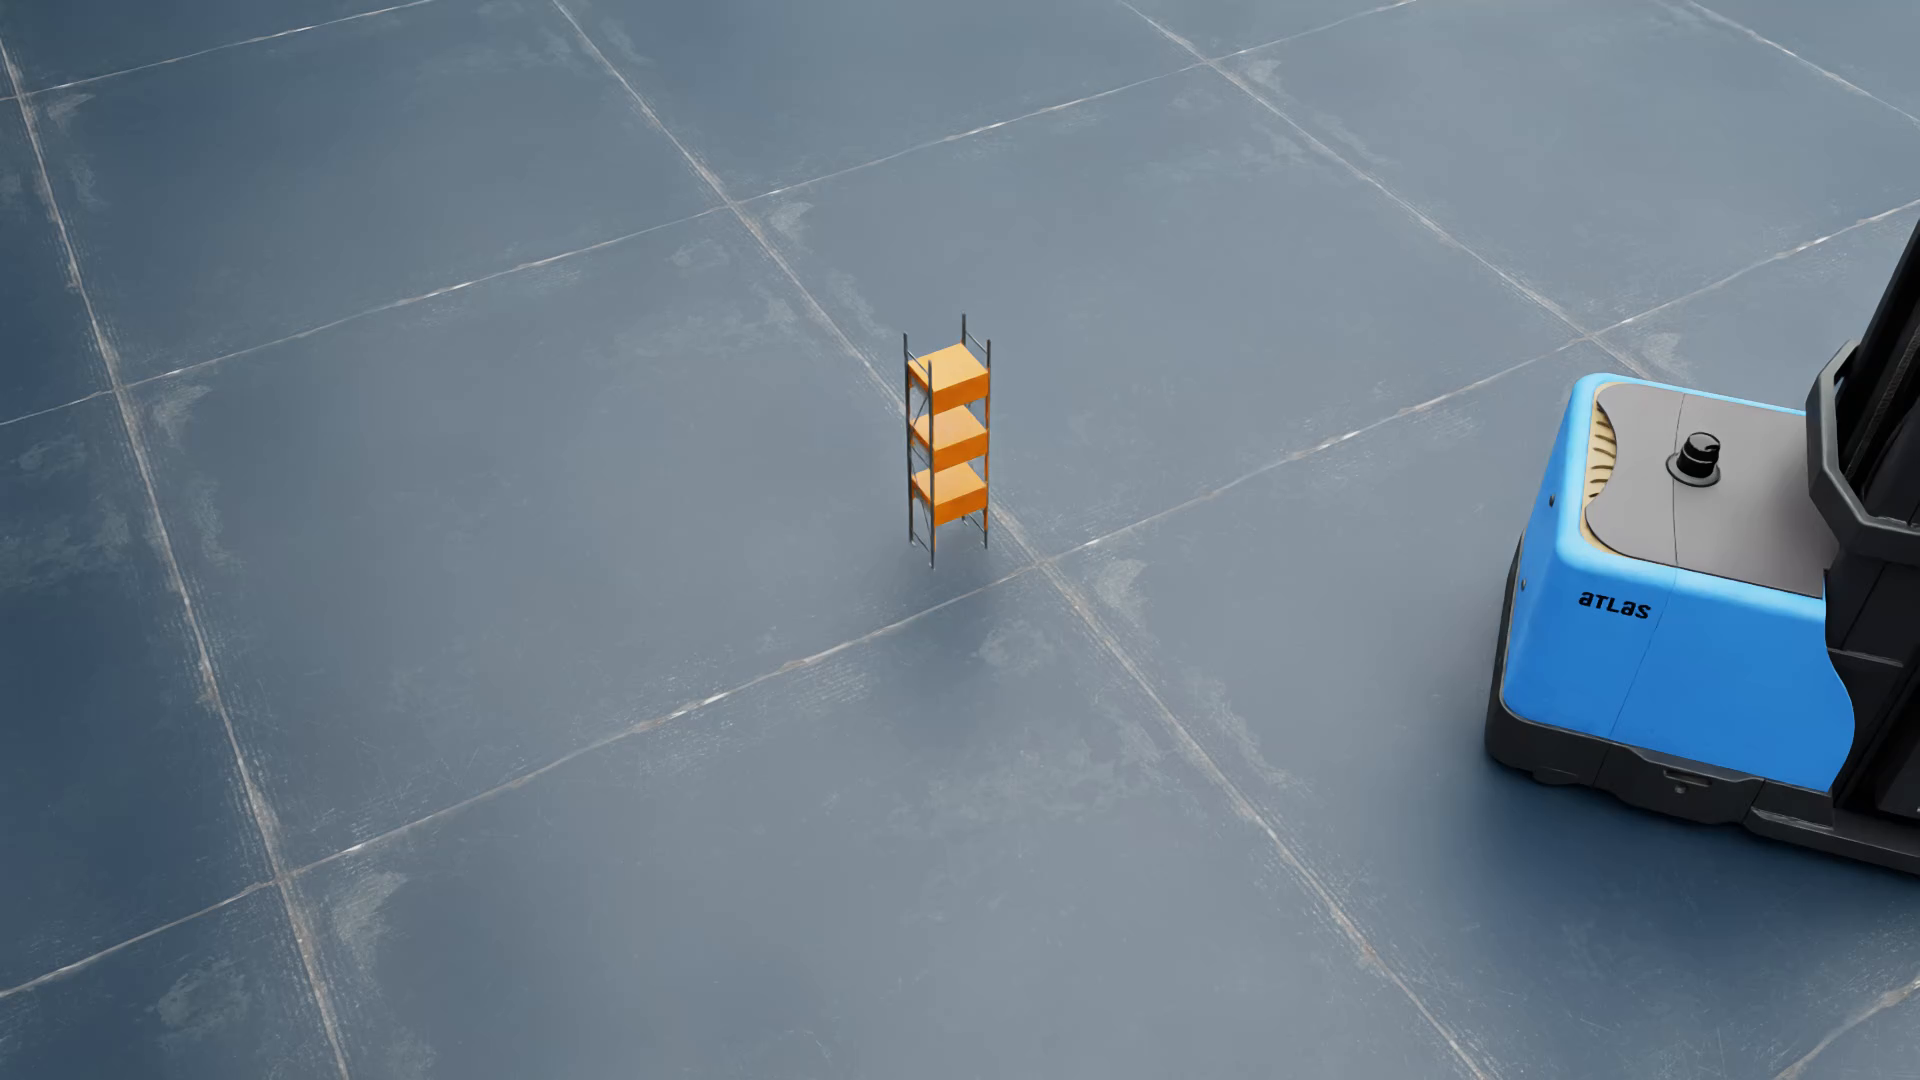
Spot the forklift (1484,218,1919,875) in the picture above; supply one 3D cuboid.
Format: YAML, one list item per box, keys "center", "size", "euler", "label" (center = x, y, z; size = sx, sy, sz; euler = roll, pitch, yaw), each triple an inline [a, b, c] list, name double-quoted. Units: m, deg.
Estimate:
- center: [3.436, -0.235, 4.888]
  size: [3.031, 2.935, 1.130]
  euler: [13, 46, 13]
  label: "forklift"

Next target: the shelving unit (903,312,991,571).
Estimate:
- center: [-0.046, -0.358, 6.365]
  size: [0.252, 1.050, 0.215]
  euler: [-22, 48, -21]
  label: "shelving unit"

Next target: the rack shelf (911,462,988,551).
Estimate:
- center: [-0.046, -0.151, 6.566]
  size: [0.240, 0.259, 0.215]
  euler: [-22, 48, -21]
  label: "rack shelf"

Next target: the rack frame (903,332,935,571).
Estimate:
- center: [-0.152, -0.316, 6.322]
  size: [0.008, 1.050, 0.200]
  euler: [-22, 48, -21]
  label: "rack frame"

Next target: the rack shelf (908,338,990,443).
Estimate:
- center: [-0.046, -0.554, 6.175]
  size: [0.240, 0.259, 0.215]
  euler: [-22, 48, -21]
  label: "rack shelf"

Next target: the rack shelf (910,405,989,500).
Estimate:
- center: [-0.046, -0.351, 6.373]
  size: [0.240, 0.259, 0.215]
  euler: [-22, 48, -21]
  label: "rack shelf"

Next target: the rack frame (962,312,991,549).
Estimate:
- center: [0.059, -0.401, 6.409]
  size: [0.008, 1.050, 0.200]
  euler: [-22, 48, -21]
  label: "rack frame"
